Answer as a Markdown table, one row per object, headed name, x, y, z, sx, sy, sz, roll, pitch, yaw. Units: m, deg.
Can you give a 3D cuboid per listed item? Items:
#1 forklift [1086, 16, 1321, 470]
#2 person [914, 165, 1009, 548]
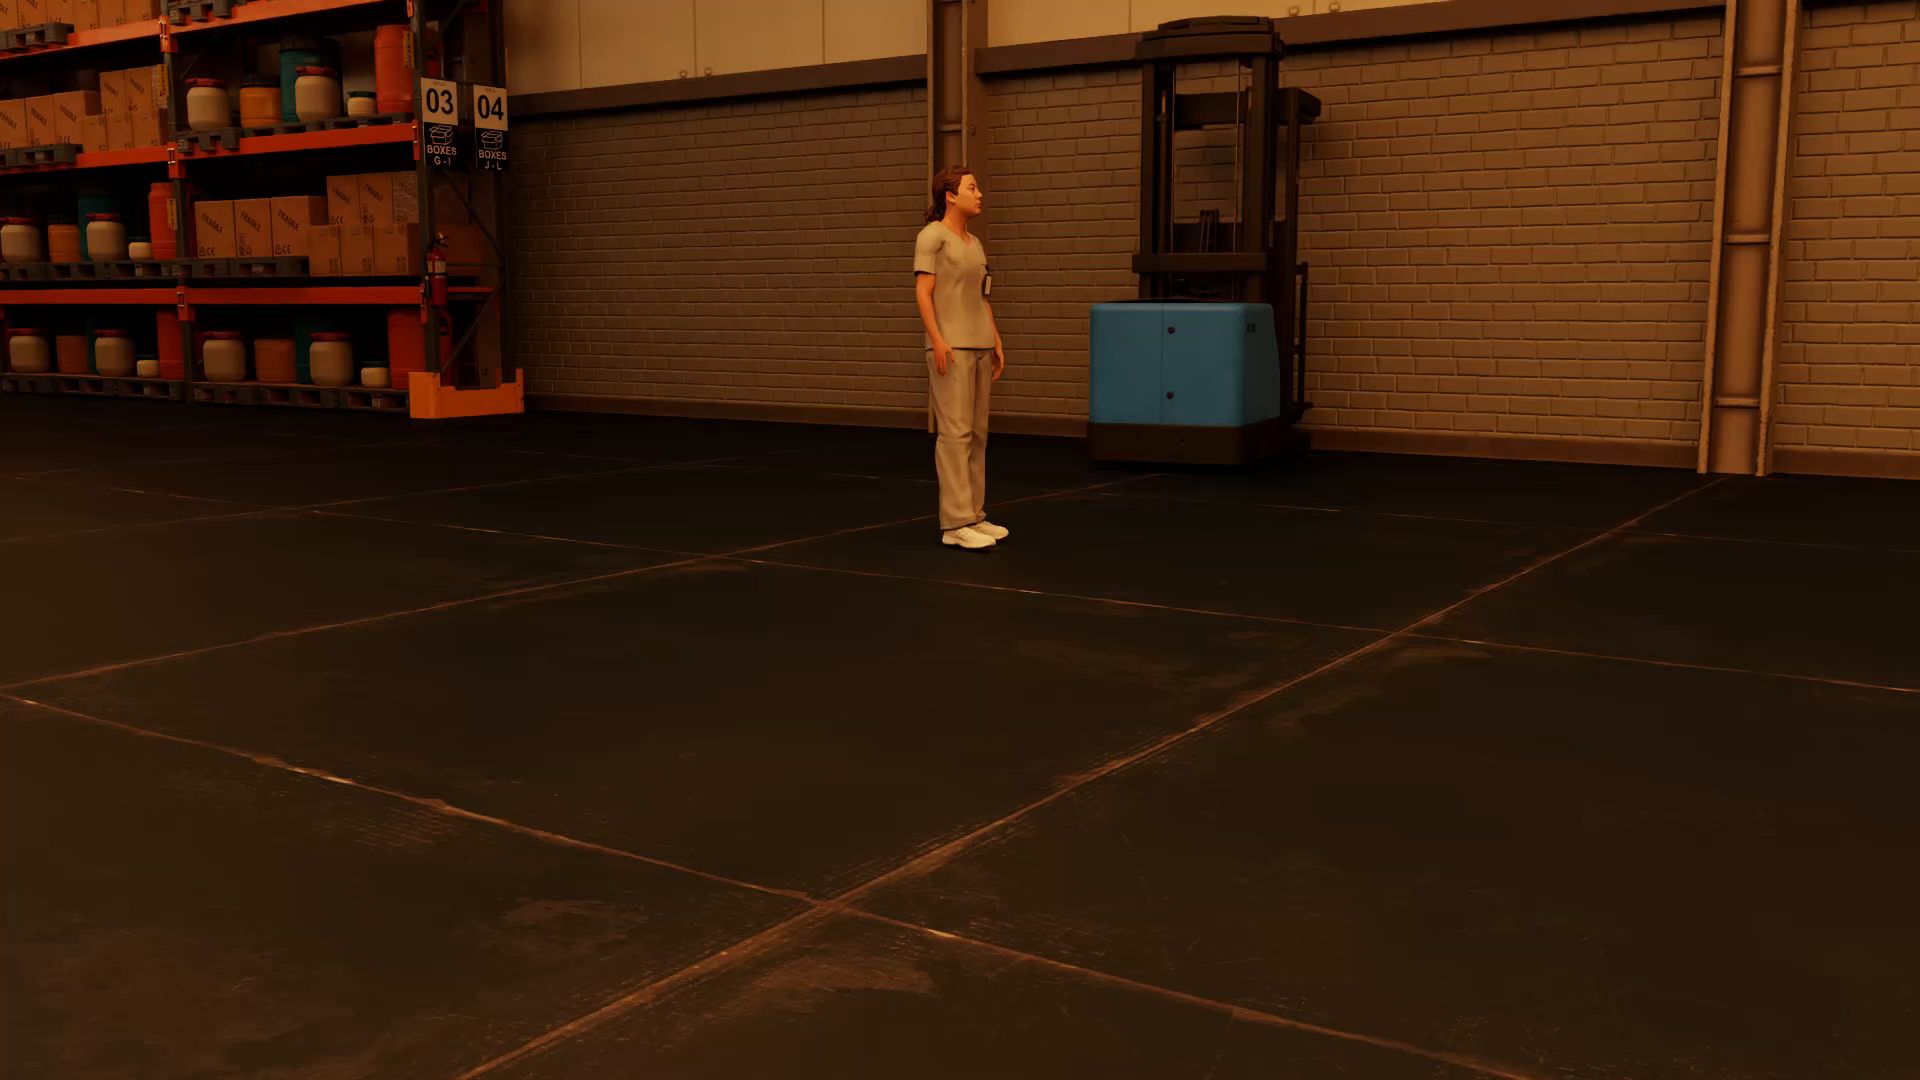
| name | x | y | z | sx | sy | sz | roll | pitch | yaw |
| --- | --- | --- | --- | --- | --- | --- | --- | --- | --- |
| forklift | 1.880 | -2.064 | 11.709 | 1.130 | 2.935 | 3.031 | 4 | 9 | 24 |
| person | 0.053 | -0.830 | 7.433 | 0.549 | 1.675 | 0.549 | 5 | 10 | 34 |
